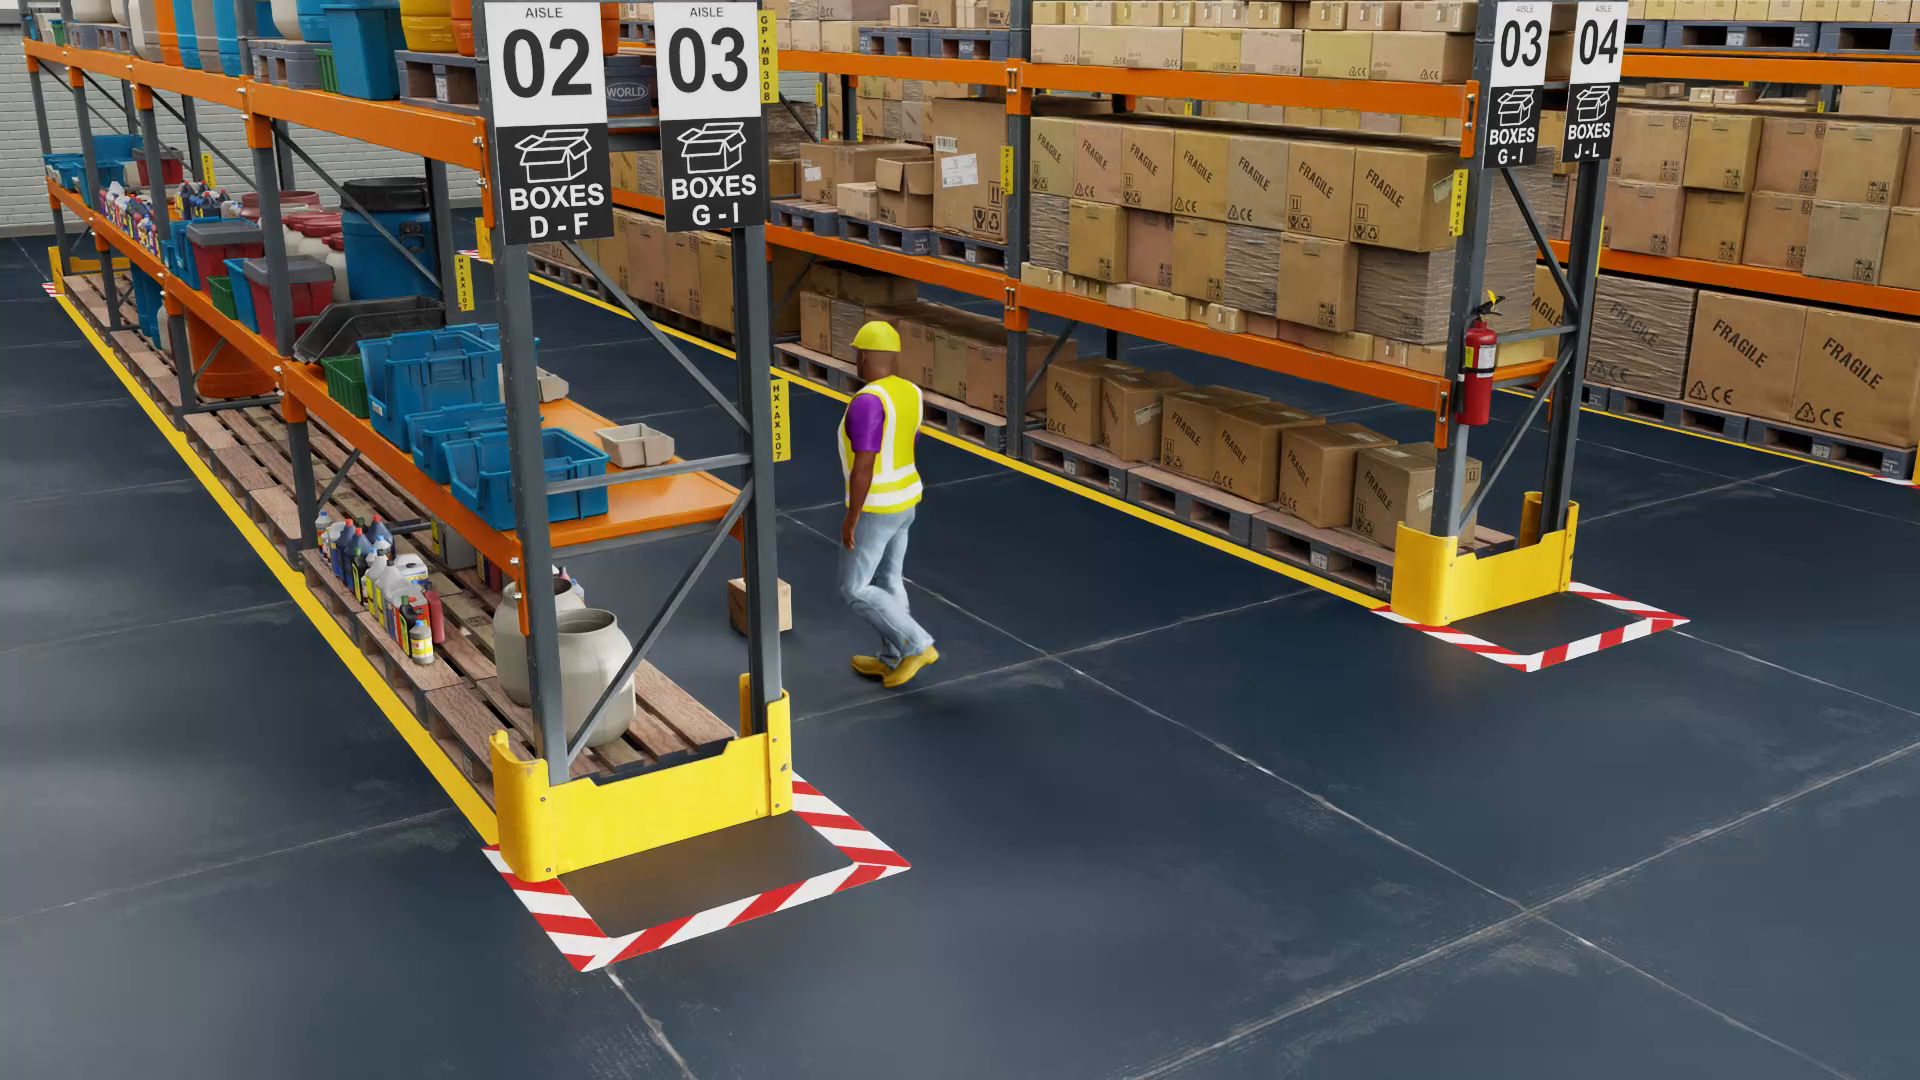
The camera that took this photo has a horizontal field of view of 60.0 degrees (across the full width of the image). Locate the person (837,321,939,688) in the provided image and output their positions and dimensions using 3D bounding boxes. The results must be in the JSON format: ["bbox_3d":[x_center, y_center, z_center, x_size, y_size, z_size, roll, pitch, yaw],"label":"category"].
[{"bbox_3d":[-0.310,-0.149,7.946,0.554,1.765,0.610,7,19,22],"label":"person"}]
